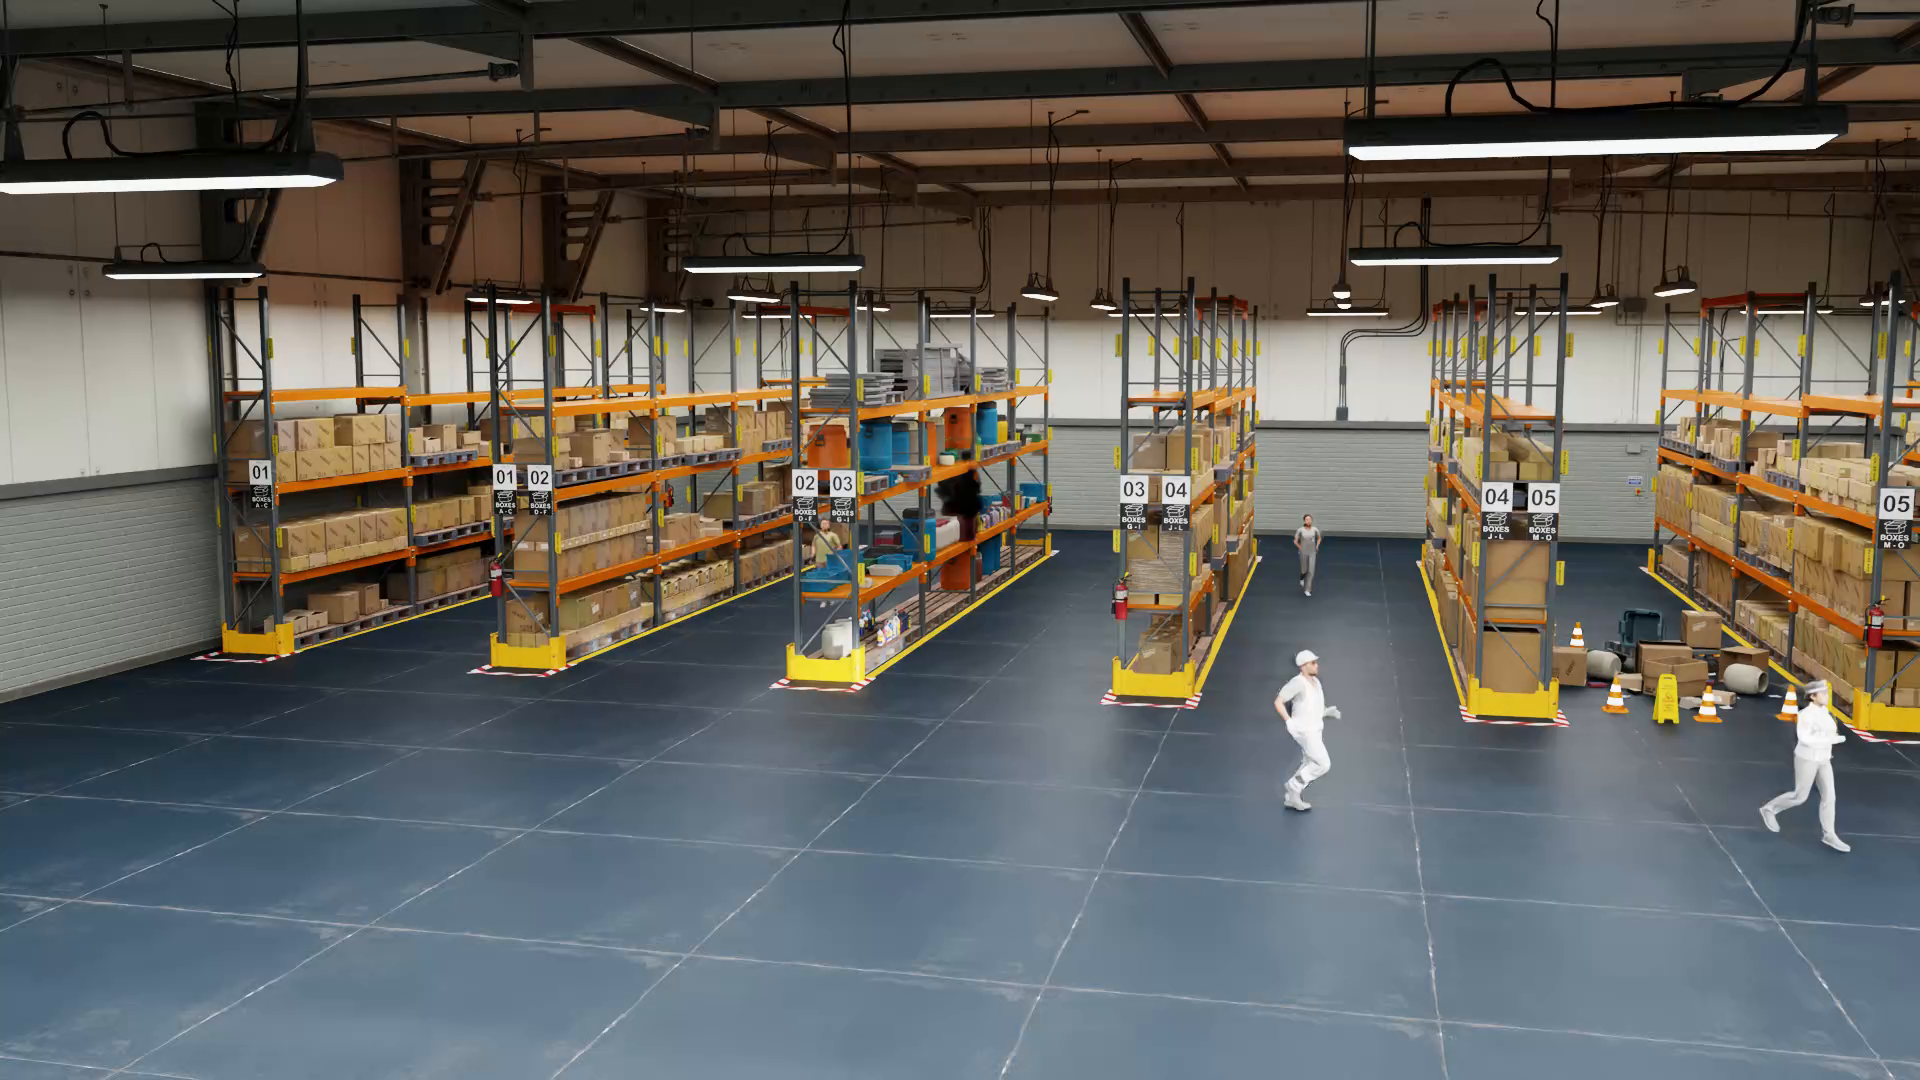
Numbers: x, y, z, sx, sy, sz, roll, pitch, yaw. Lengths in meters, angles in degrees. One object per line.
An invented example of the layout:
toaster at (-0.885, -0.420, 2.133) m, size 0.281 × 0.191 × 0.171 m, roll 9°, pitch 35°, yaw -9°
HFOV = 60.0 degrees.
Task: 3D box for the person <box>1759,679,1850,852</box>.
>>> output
person at (8.572, 2.220, 16.780) m, size 0.631 × 1.687 × 0.899 m, roll -5°, pitch 8°, yaw -34°

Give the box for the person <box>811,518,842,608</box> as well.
person at (-2.469, 0.410, 30.409) m, size 0.578 × 1.631 × 0.519 m, roll 2°, pitch 7°, yaw 13°

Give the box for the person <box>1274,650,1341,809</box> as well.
person at (3.796, 2.065, 17.956) m, size 0.615 × 1.743 × 0.643 m, roll 5°, pitch 8°, yaw 35°

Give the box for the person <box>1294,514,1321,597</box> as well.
person at (7.099, 0.294, 33.972) m, size 0.567 × 1.650 × 0.805 m, roll 0°, pitch 7°, yaw 4°
